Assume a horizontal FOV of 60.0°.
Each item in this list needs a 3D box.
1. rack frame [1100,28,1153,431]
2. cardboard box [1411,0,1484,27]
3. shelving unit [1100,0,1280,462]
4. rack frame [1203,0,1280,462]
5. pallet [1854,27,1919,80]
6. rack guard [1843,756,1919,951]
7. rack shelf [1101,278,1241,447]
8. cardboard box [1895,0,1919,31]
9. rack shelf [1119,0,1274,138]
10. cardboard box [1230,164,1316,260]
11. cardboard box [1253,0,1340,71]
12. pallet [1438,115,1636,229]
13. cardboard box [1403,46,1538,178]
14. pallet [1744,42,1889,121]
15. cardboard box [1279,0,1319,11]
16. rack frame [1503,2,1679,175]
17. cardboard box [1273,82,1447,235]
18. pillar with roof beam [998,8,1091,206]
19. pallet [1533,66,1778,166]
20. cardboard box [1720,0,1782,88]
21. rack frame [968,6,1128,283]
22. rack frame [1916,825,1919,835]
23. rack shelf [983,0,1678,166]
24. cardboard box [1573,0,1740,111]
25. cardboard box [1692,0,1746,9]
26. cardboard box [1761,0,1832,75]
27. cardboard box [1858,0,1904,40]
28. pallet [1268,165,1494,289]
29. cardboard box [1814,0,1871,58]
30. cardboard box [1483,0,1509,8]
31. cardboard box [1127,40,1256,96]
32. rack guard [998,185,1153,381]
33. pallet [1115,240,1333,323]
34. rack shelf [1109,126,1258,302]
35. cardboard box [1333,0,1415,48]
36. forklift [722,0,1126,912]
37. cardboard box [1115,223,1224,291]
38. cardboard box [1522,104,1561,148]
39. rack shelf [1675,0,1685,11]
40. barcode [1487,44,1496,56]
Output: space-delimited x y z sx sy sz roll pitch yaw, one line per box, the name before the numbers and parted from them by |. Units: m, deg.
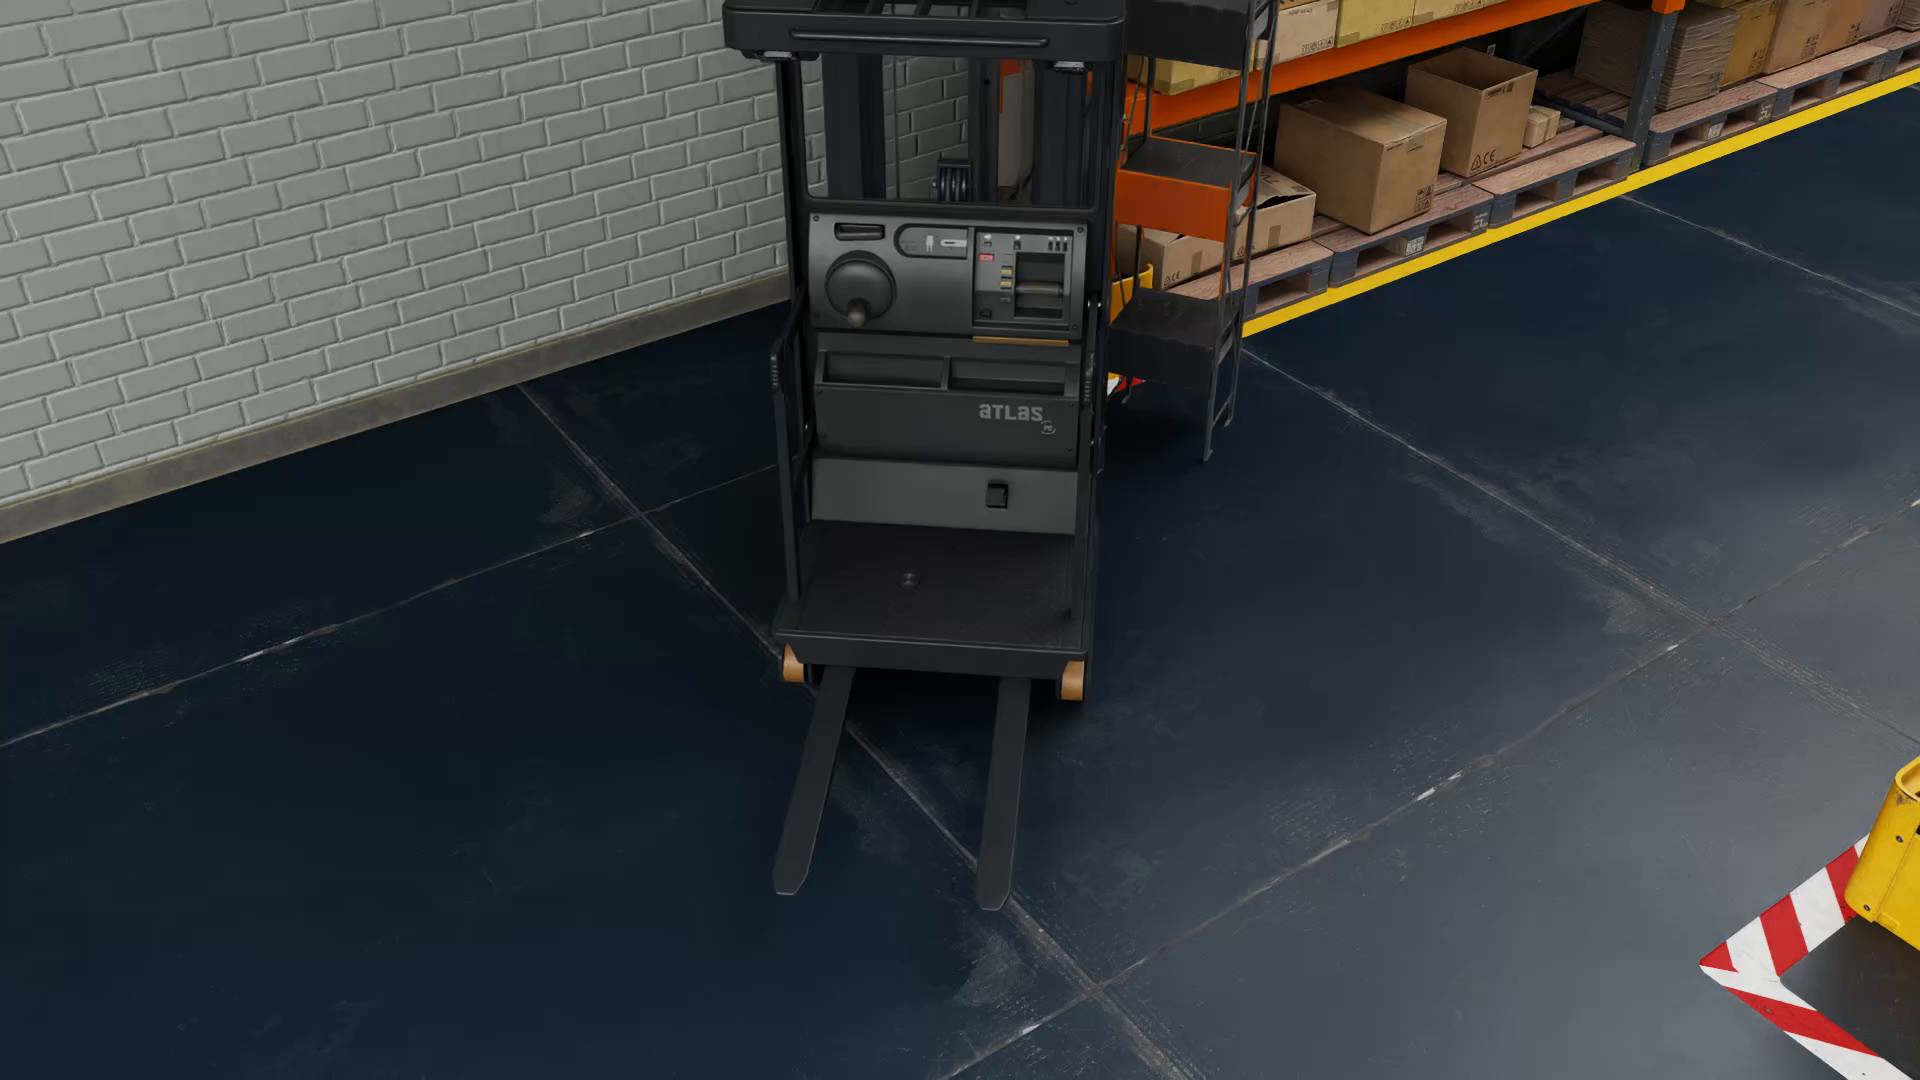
rack frame | 0.701 -1.416 6.920 0.015 2.100 0.400 15 38 19
cardboard box | 2.206 -2.730 8.088 0.500 0.250 0.500 -22 41 -27
shelving unit | 0.923 -1.357 6.839 0.503 2.100 0.431 15 38 19
rack frame | 1.146 -1.299 6.757 0.015 2.100 0.400 15 38 19
pallet | 6.273 -3.548 11.502 1.213 0.211 1.003 -22 41 -28
rack guard | 3.211 1.135 4.744 0.348 0.500 1.175 -22 41 -28
rack shelf | 0.923 -0.778 7.255 0.480 0.518 0.431 15 38 19
cardboard box | 6.354 -3.839 11.282 0.500 0.500 0.700 -22 41 -27
rack shelf | 0.924 -1.915 6.438 0.480 0.518 0.431 15 38 19
cardboard box | 1.457 -1.720 8.498 0.500 0.311 0.500 -19 40 -24
cardboard box | 1.372 -2.392 7.619 0.500 0.250 0.500 -24 42 -29
pallet | 3.115 -2.222 9.658 1.213 0.211 1.003 -22 41 -28
cardboard box | 2.818 -2.392 9.271 0.500 0.500 0.500 -26 43 -31
pallet | 5.277 -3.140 10.935 1.213 0.211 1.003 -22 41 -28
cardboard box | 1.347 -2.681 7.378 0.500 0.500 0.500 -22 41 -28
rack frame | 3.643 -3.597 9.182 0.127 3.000 1.000 -22 41 -28
cardboard box | 2.085 -2.019 8.753 0.500 0.500 0.700 -25 43 -31
pillar with roof beam | 2.927 -3.280 3.604 0.400 9.000 9.100 -22 41 -28
pallet | 4.279 -2.727 10.361 1.213 0.211 1.003 -22 41 -28
cardboard box | 4.629 -3.214 10.413 0.500 0.500 0.700 -23 42 -29
rack frame | 0.374 -2.251 7.311 0.127 3.000 1.000 -22 41 -28
rack frame | 3.230 0.112 4.025 0.127 3.000 1.000 -22 41 -28
rack shelf | 2.008 -2.632 8.456 4.000 0.370 1.077 -22 41 -28
cardboard box | 4.235 -3.016 10.138 0.500 0.500 0.700 -21 41 -26
cardboard box | 4.593 -3.470 10.128 0.500 0.250 0.500 -23 42 -29
cardboard box | 5.069 -3.366 10.625 0.500 0.500 0.700 -22 41 -27
cardboard box | 5.866 -3.721 11.119 0.500 0.500 0.700 -22 41 -28
pallet | 2.116 -1.809 9.084 1.213 0.211 1.003 -22 41 -28
cardboard box | 5.476 -3.540 10.868 0.500 0.500 0.700 -23 41 -28
cardboard box | 2.616 -2.900 8.324 0.500 0.250 0.500 -23 41 -28
cardboard box | 0.955 -2.211 7.366 0.500 0.250 0.500 -24 42 -29
rack guard | 0.436 -1.262 8.076 0.348 0.500 1.175 -22 41 -28
pallet | 1.120 -1.401 8.517 1.213 0.211 1.003 -22 41 -28
rack shelf | 0.923 -1.346 6.847 0.480 0.518 0.431 15 38 19
cardboard box | 1.791 -2.561 7.853 0.500 0.250 0.500 -23 42 -29
forklift | -0.063 -0.825 5.386 1.130 2.935 3.031 3 36 5
cardboard box | 0.991 -1.528 8.231 0.500 0.311 0.500 -28 44 -33
cardboard box | 3.223 -2.431 9.610 0.250 0.166 0.380 -28 44 -33
rack shelf | 5.278 -3.977 10.327 4.000 0.370 1.077 -22 41 -28
barcode | 3.064 -2.823 9.596 0.075 0.075 0.001 -22 41 -28
